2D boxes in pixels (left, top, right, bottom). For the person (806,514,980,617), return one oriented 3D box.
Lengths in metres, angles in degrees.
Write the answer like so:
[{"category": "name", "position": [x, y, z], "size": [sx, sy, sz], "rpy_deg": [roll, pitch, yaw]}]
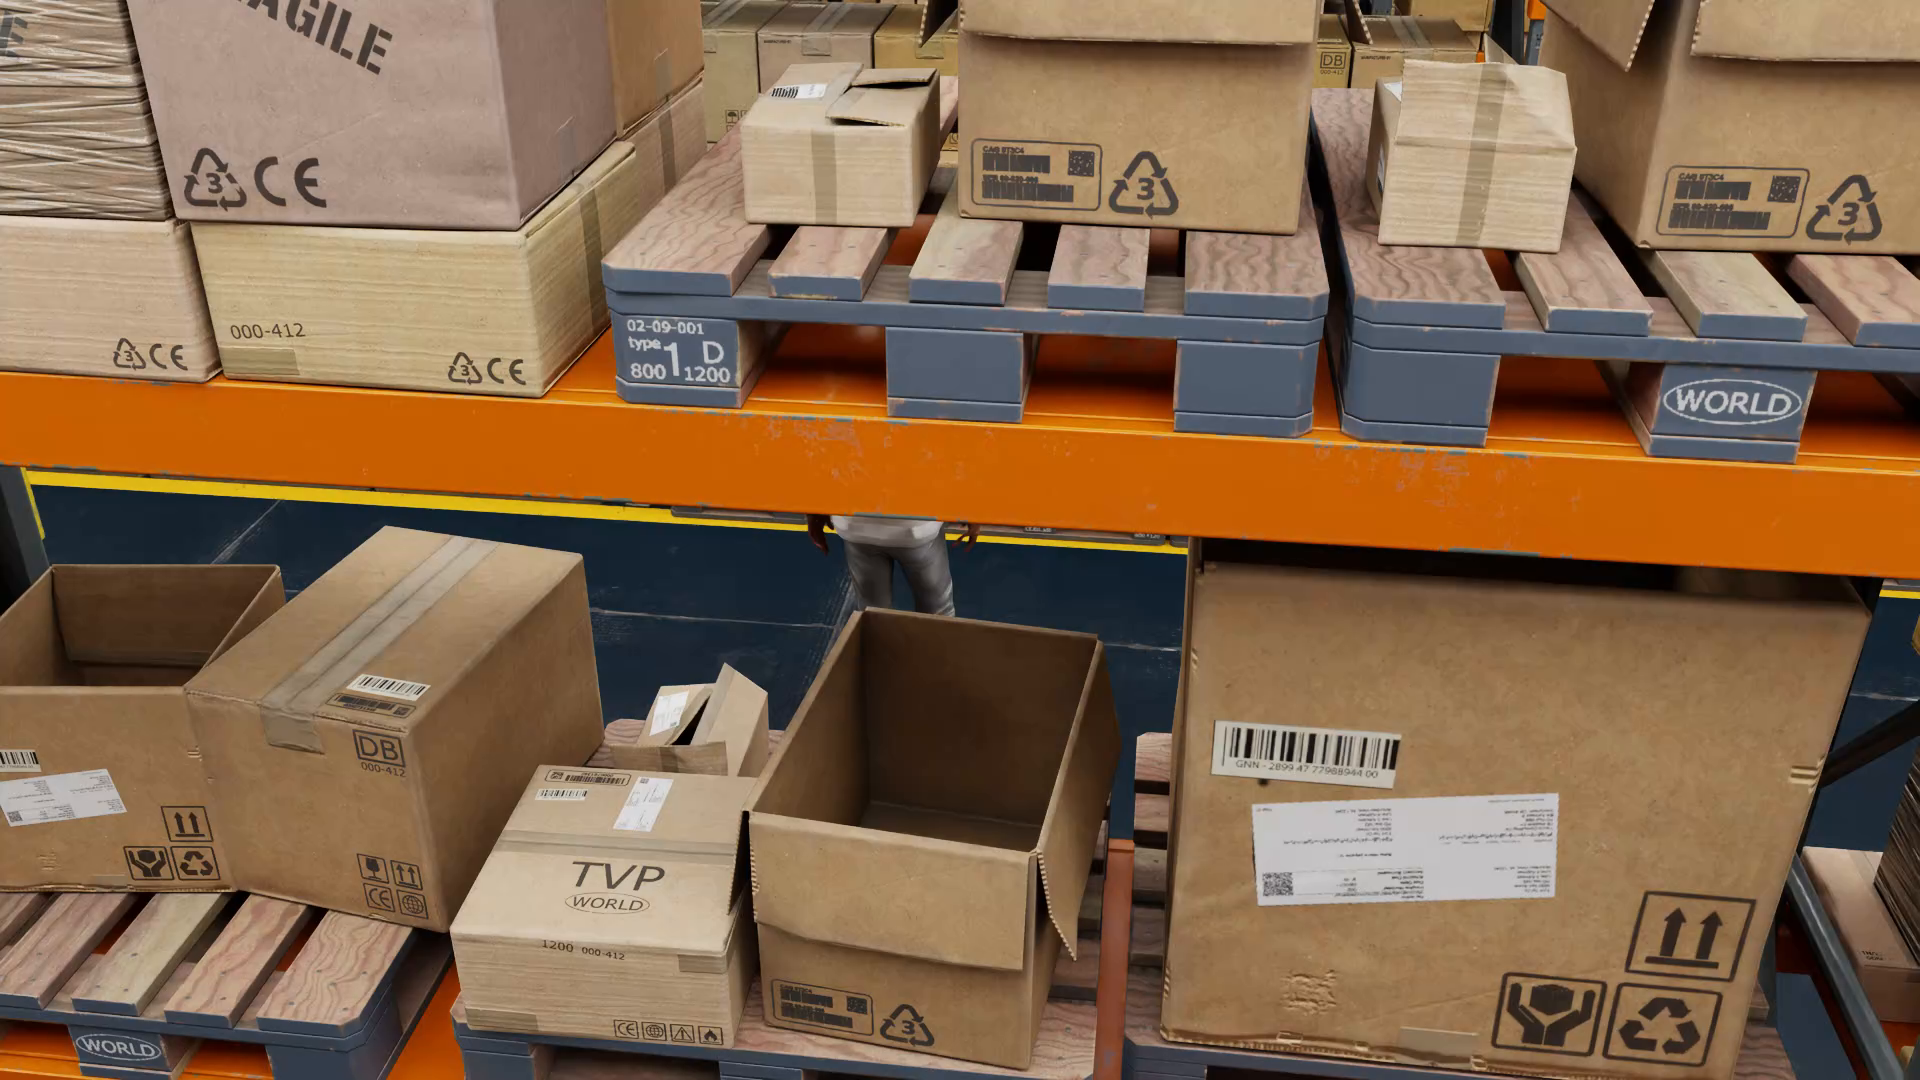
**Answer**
[{"category": "person", "position": [-0.251, -0.107, 6.277], "size": [0.665, 1.769, 0.574], "rpy_deg": [3, 28, 6]}]
